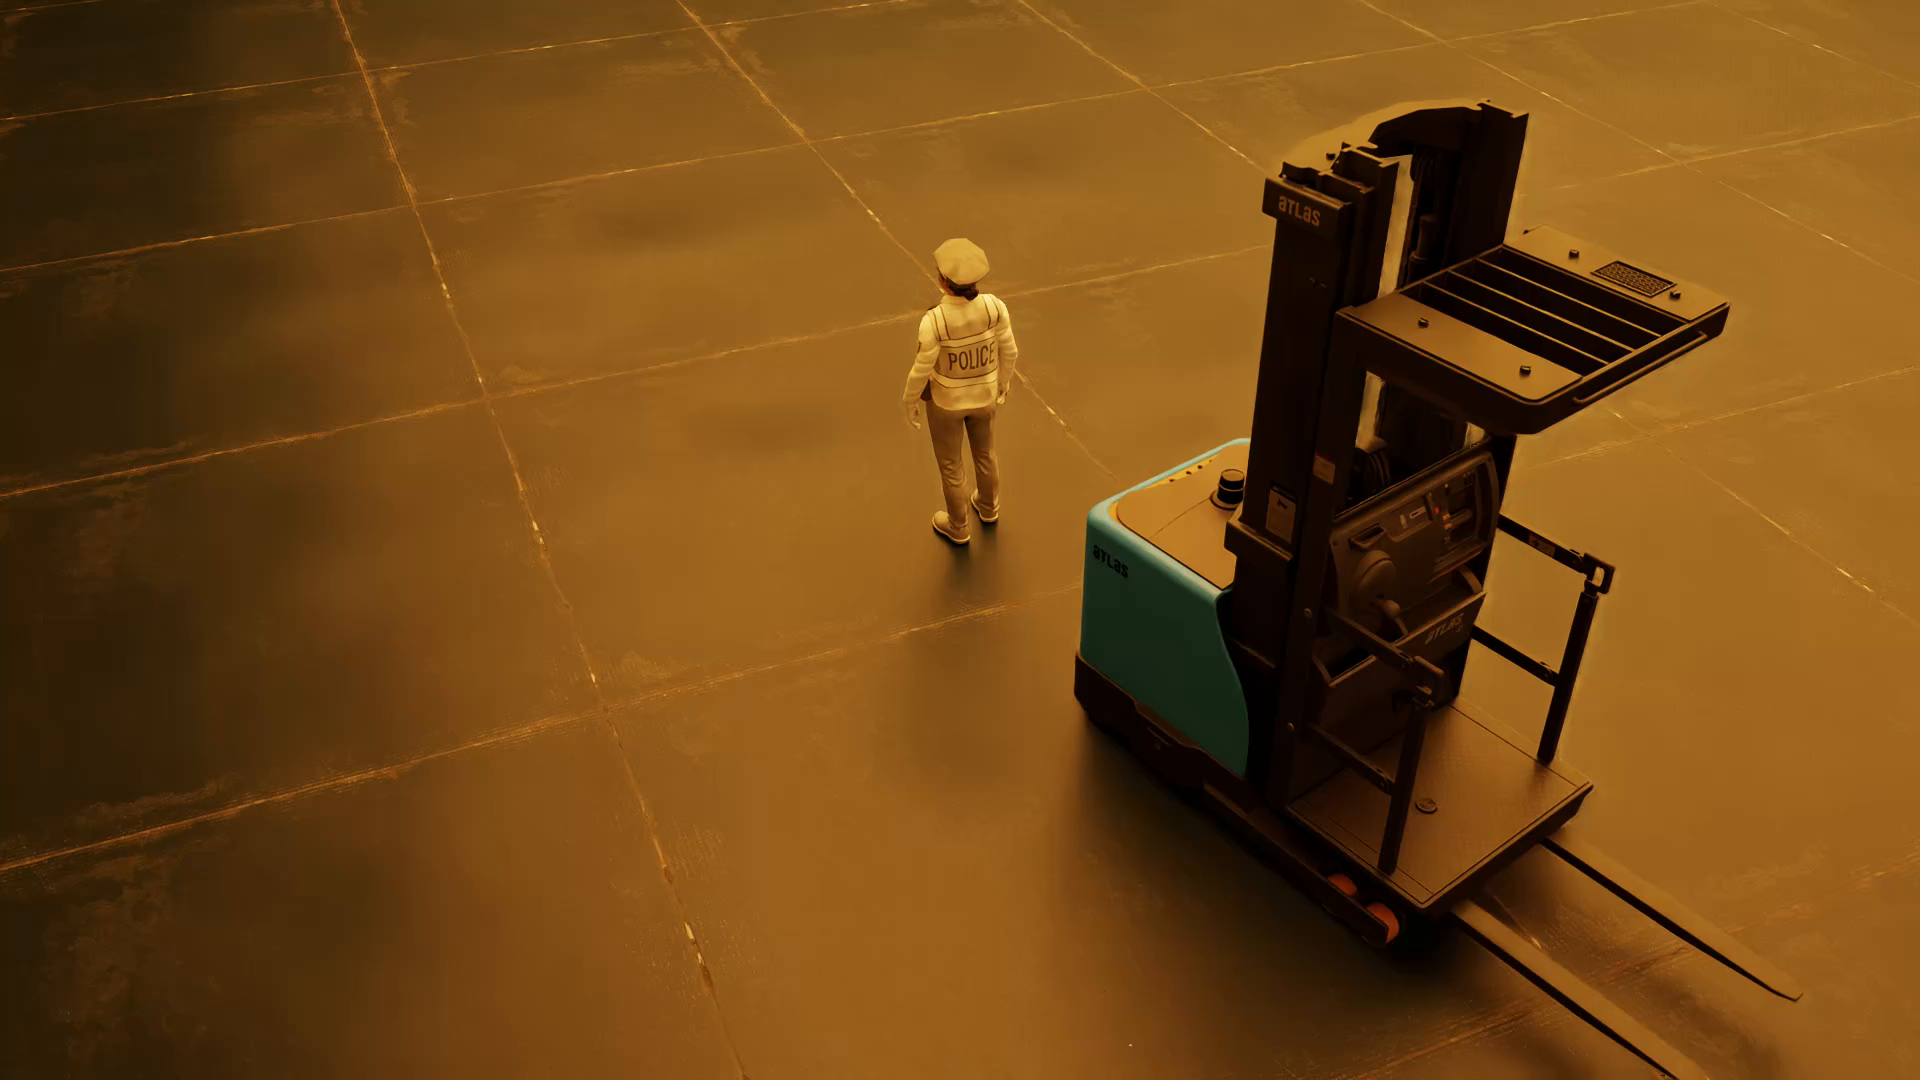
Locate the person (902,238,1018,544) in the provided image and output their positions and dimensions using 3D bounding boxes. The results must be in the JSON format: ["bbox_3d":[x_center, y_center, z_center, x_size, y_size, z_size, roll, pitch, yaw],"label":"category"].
[{"bbox_3d":[-0.020,-0.734,8.185,0.588,1.696,0.533,-14,38,-19],"label":"person"}]

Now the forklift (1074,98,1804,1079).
[{"bbox_3d":[1.825,0.043,6.038,1.130,2.935,3.031,-25,42,-30],"label":"forklift"}]
